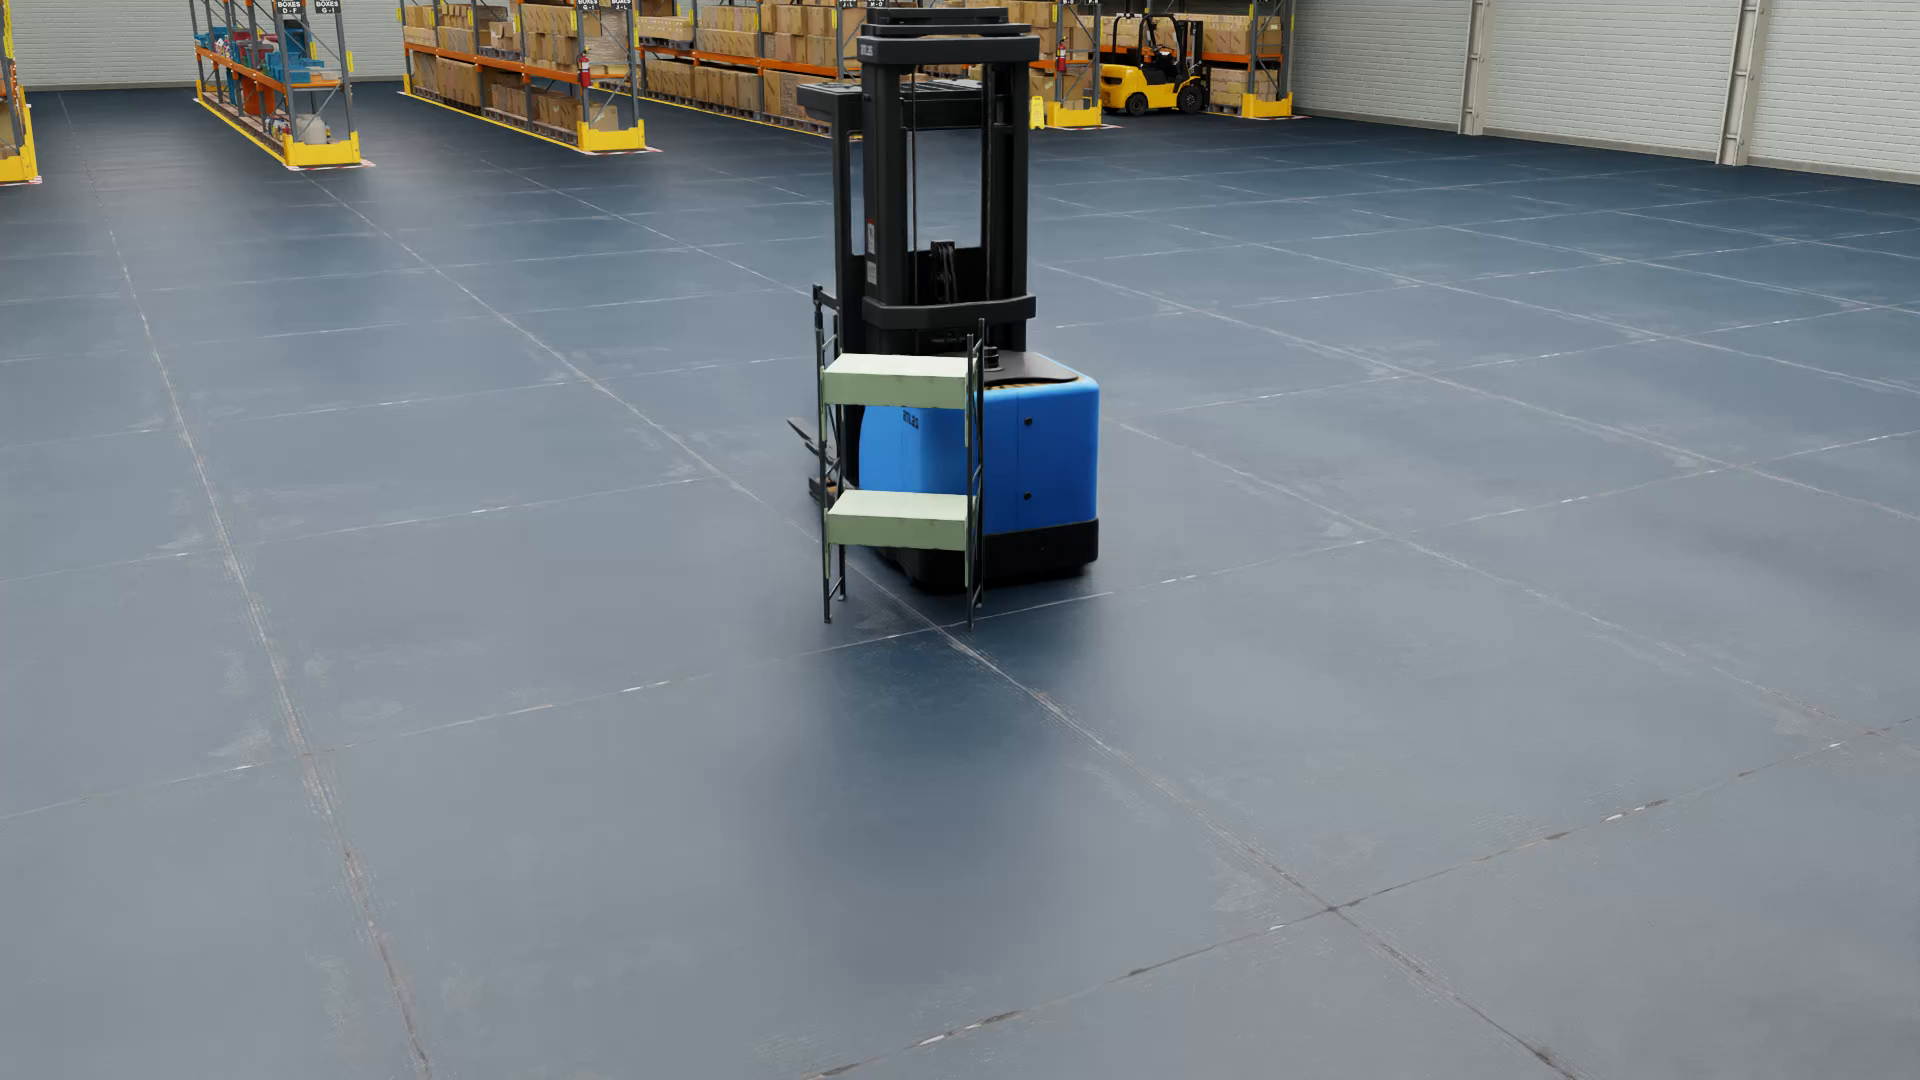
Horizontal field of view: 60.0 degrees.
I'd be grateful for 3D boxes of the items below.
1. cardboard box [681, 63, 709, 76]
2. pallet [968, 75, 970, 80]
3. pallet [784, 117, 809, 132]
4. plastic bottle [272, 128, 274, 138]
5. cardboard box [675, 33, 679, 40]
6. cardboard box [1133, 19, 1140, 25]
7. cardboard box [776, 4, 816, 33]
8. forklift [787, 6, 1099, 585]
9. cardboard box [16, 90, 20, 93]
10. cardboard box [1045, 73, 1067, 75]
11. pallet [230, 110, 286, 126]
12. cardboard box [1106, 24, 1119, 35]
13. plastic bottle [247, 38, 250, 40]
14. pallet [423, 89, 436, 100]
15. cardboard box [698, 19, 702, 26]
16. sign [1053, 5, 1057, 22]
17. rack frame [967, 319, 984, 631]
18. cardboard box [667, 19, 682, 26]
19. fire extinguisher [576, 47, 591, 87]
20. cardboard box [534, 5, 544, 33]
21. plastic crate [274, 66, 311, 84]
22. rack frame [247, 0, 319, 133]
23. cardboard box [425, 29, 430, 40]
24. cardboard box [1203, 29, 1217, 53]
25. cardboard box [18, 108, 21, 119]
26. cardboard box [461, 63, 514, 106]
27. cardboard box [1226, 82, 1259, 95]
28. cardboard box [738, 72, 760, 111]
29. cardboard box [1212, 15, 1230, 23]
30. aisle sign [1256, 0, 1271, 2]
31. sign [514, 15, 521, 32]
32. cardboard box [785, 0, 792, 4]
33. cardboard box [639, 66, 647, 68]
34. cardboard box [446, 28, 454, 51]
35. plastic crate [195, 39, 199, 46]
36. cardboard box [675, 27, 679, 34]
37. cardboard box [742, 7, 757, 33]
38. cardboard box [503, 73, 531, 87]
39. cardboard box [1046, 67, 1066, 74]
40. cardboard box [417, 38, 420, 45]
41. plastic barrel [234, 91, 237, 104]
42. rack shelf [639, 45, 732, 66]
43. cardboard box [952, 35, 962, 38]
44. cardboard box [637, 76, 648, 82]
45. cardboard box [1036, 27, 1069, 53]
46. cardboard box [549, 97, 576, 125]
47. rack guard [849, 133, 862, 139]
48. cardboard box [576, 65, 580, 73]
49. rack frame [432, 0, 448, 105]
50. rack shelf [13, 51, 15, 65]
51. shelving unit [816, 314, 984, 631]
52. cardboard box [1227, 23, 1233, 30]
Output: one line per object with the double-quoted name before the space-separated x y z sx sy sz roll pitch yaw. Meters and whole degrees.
"cardboard box" -6.241 -11.088 39.206 0.500 0.250 0.500 -11 22 -28
"pallet" 0.764 -13.154 47.429 1.003 0.211 1.213 -10 21 -27
"pallet" -2.911 -8.514 33.981 1.003 0.211 1.213 -10 21 -27
"plastic bottle" -12.337 -7.357 29.968 0.097 0.201 0.097 0 19 0
"cardboard box" -6.441 -11.783 38.922 0.380 0.149 0.250 -10 21 -27
"cardboard box" 4.392 -12.468 40.016 0.380 0.149 0.250 -10 22 -27
"cardboard box" -3.278 -10.743 34.282 0.875 0.550 0.550 -10 21 -27
"forklift" -0.283 -1.593 9.753 1.130 2.935 3.031 -8 21 -22
"cardboard box" -19.523 -8.933 34.079 0.500 0.500 0.500 -11 22 -28
"cardboard box" 2.018 -9.744 35.694 0.500 0.500 0.500 -11 22 -29
"pallet" -14.869 -8.957 35.264 1.003 0.211 1.213 -10 21 -27
"cardboard box" 3.942 -12.540 40.837 0.500 0.250 0.500 -10 21 -26
"plastic bottle" -15.672 -10.891 36.672 0.144 0.351 0.185 -10 21 -27
"pallet" -12.874 -11.233 41.862 1.003 0.211 1.213 -10 21 -27
"cardboard box" -5.977 -12.233 39.313 0.380 0.149 0.250 -10 21 -27
"sign" 1.923 -10.677 33.716 0.100 0.325 0.005 -10 21 -27
"rack frame" 0.077 -0.317 8.251 0.023 1.500 0.400 3 19 9
"cardboard box" -6.694 -12.216 39.264 0.380 0.149 0.250 -9 21 -25
"fire extinguisher" -6.651 -8.385 29.451 0.296 0.674 0.183 -10 21 -27
"cardboard box" -7.734 -9.879 31.520 0.500 0.500 0.500 -10 21 -27
"plastic crate" -11.160 -7.785 27.823 0.499 0.251 0.616 -10 21 -27
"rack frame" -12.558 -8.907 30.844 1.000 3.000 0.127 -10 21 -27
"cardboard box" -12.687 -12.274 40.378 0.500 0.250 0.500 -9 21 -25
"cardboard box" 5.841 -11.276 37.557 0.500 0.500 0.500 -10 22 -28
"cardboard box" -17.376 -7.754 30.217 0.500 0.311 0.500 -11 22 -28
"cardboard box" -10.408 -10.218 37.257 1.225 0.875 0.875 -11 22 -29
"cardboard box" 6.282 -10.057 36.983 0.500 0.250 0.500 -10 22 -27
"cardboard box" -4.160 -9.712 35.985 1.050 0.750 0.750 -10 21 -27
"cardboard box" 5.866 -11.673 37.257 0.380 0.149 0.250 -9 21 -25
"aisle sign" 6.561 -11.995 35.809 0.394 0.787 0.004 -10 21 -27
"sign" -8.686 -10.134 32.627 0.100 0.325 0.005 -10 21 -27
"cardboard box" -4.459 -14.555 45.527 0.500 0.500 0.500 -10 21 -26
"cardboard box" -8.204 -12.348 43.633 0.380 0.149 0.250 -11 22 -29
"cardboard box" -11.523 -11.559 38.378 0.500 0.500 0.500 -11 22 -28
"plastic crate" -18.350 -12.028 40.204 0.250 0.136 0.298 -10 21 -27
"cardboard box" -6.449 -11.929 38.890 0.380 0.149 0.250 -9 21 -25
"cardboard box" -4.273 -11.222 35.868 0.700 0.500 0.500 -10 22 -28
"cardboard box" -9.494 -9.865 35.628 0.500 0.250 0.500 -7 20 -21
"cardboard box" 2.599 -12.232 43.670 0.500 0.500 0.500 -9 21 -25
"cardboard box" -13.288 -12.405 41.369 0.380 0.149 0.250 -11 22 -28
"plastic barrel" -15.588 -9.688 36.278 0.421 0.512 0.421 0 19 0
"rack shelf" -6.636 -11.795 40.319 1.077 0.370 4.000 -10 21 -27
"cardboard box" 0.035 -11.394 37.793 0.380 0.149 0.250 -10 21 -26
"cardboard box" -8.015 -11.742 42.333 0.380 0.149 0.250 -10 21 -26
"cardboard box" 1.921 -10.362 34.451 0.500 0.500 0.500 -10 22 -28
"cardboard box" -7.766 -8.406 32.583 0.500 0.500 0.500 -3 19 -9
"rack guard" -1.876 -8.076 32.270 1.175 0.500 0.348 -10 21 -27
"cardboard box" -6.735 -8.528 30.134 0.380 0.149 0.250 -10 21 -27
"rack frame" -11.998 -11.970 39.723 1.000 3.000 0.127 -10 21 -27
"rack shelf" -21.668 -10.671 37.061 1.077 0.370 4.000 -10 21 -27
"shelving unit" -0.284 -0.336 8.305 0.755 1.500 0.431 3 19 9
"cardboard box" 6.160 -11.393 36.903 0.380 0.149 0.250 -10 21 -26
